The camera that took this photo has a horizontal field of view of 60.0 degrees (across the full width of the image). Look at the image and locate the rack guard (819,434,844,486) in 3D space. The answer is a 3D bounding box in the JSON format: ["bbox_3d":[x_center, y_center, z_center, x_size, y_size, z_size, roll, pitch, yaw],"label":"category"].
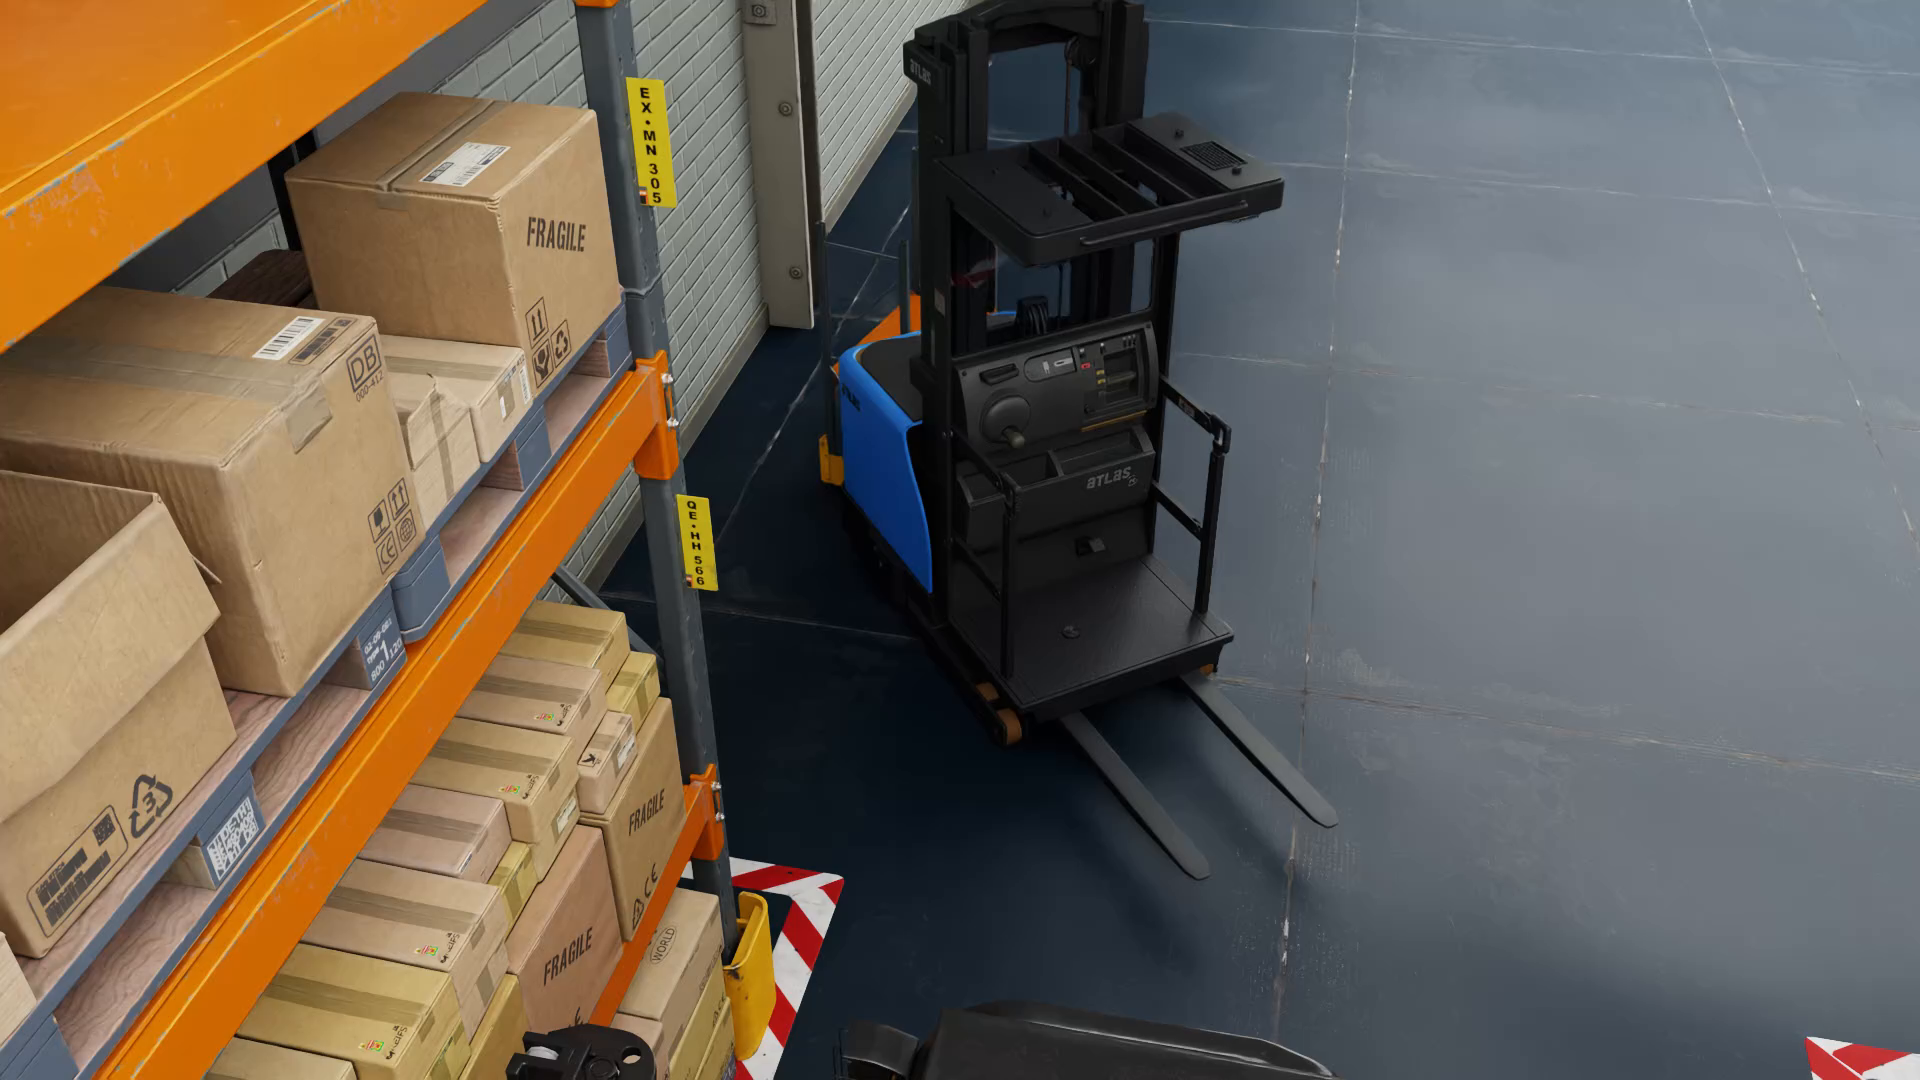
[{"bbox_3d":[-0.474,-0.370,8.818,0.587,0.250,0.087,16,39,21],"label":"rack guard"}]

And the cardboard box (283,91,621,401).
[{"bbox_3d":[-1.138,-0.682,3.821,0.500,0.500,0.500,8,37,11],"label":"cardboard box"}]

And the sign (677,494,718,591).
[{"bbox_3d":[-0.754,0.010,4.761,0.100,0.325,0.005,7,37,10],"label":"sign"}]

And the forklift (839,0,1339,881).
[{"bbox_3d":[0.520,-0.587,6.832,1.130,2.935,3.031,-17,39,-22],"label":"forklift"}]

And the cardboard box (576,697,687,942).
[{"bbox_3d":[-1.130,0.774,4.812,0.500,0.500,0.500,7,36,9],"label":"cardboard box"}]

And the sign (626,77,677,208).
[{"bbox_3d":[-0.754,-0.966,4.054,0.100,0.325,0.005,7,37,10],"label":"sign"}]

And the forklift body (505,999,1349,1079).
[{"bbox_3d":[0.096,2.158,3.709,2.313,2.155,1.214,7,37,10],"label":"forklift body"}]

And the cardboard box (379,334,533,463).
[{"bbox_3d":[-1.162,-0.311,3.609,0.380,0.149,0.250,6,36,9],"label":"cardboard box"}]

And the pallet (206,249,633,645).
[{"bbox_3d":[-1.458,-0.278,3.866,1.003,0.211,1.213,7,37,10],"label":"pallet"}]

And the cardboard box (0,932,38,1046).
[{"bbox_3d":[-1.522,0.609,2.240,0.396,0.266,0.258,6,36,9],"label":"cardboard box"}]

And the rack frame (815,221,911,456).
[{"bbox_3d":[-0.475,-0.876,8.450,0.500,1.500,0.032,16,39,21],"label":"rack frame"}]

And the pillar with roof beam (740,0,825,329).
[{"bbox_3d":[3.177,-4.544,7.122,9.100,9.000,0.400,7,37,10],"label":"pillar with roof beam"}]

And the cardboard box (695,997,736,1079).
[{"bbox_3d":[-1.073,1.751,5.533,0.500,0.250,0.500,8,37,10],"label":"cardboard box"}]

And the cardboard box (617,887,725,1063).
[{"bbox_3d":[-1.075,1.341,5.248,0.500,0.250,0.500,8,37,12],"label":"cardboard box"}]

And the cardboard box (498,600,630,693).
[{"bbox_3d":[-1.152,0.307,4.649,0.380,0.149,0.250,7,37,10],"label":"cardboard box"}]

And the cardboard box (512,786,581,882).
[{"bbox_3d":[-1.223,0.721,4.331,0.380,0.149,0.250,8,37,11],"label":"cardboard box"}]

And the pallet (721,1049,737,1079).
[{"bbox_3d":[-1.404,2.072,5.482,1.003,0.211,1.213,7,37,10],"label":"pallet"}]

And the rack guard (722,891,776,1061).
[{"bbox_3d":[-1.276,1.497,6.028,1.175,0.500,0.348,7,37,10],"label":"rack guard"}]

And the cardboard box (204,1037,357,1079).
[{"bbox_3d":[-1.474,1.187,3.434,0.380,0.149,0.250,8,37,11],"label":"cardboard box"}]

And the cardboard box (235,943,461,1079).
[{"bbox_3d":[-1.327,1.051,3.622,0.380,0.149,0.250,8,37,11],"label":"cardboard box"}]

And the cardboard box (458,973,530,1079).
[{"bbox_3d":[-1.359,1.364,3.997,0.500,0.500,0.500,7,36,9],"label":"cardboard box"}]

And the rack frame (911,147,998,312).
[{"bbox_3d":[-0.029,-1.412,9.190,0.500,1.500,0.032,16,39,21],"label":"rack frame"}]

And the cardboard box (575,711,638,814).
[{"bbox_3d":[-1.107,0.580,4.526,0.380,0.149,0.250,8,37,11],"label":"cardboard box"}]

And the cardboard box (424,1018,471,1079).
[{"bbox_3d":[-1.332,1.168,3.714,0.380,0.149,0.250,8,37,10],"label":"cardboard box"}]

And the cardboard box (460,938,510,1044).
[{"bbox_3d":[-1.298,1.021,3.918,0.380,0.149,0.250,6,36,8],"label":"cardboard box"}]

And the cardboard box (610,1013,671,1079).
[{"bbox_3d":[-1.178,1.634,4.843,0.500,0.250,0.500,8,37,11],"label":"cardboard box"}]

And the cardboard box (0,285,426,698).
[{"bbox_3d":[-1.454,-0.108,3.028,0.700,0.500,0.500,8,37,10],"label":"cardboard box"}]

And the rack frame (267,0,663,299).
[{"bbox_3d":[-1.281,-1.930,3.515,1.000,3.000,0.127,7,37,10],"label":"rack frame"}]

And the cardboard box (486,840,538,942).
[{"bbox_3d":[-1.287,0.862,4.137,0.380,0.149,0.250,7,37,10],"label":"cardboard box"}]

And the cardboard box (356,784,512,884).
[{"bbox_3d":[-1.330,0.739,4.053,0.380,0.149,0.250,8,37,10],"label":"cardboard box"}]

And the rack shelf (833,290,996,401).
[{"bbox_3d":[-0.252,-0.998,8.926,0.538,0.185,1.000,16,39,21],"label":"rack shelf"}]

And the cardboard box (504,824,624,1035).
[{"bbox_3d":[-1.250,1.070,4.403,0.500,0.500,0.500,8,37,11],"label":"cardboard box"}]

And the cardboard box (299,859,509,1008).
[{"bbox_3d":[-1.277,0.903,3.827,0.380,0.149,0.250,8,37,11],"label":"cardboard box"}]

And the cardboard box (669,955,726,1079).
[{"bbox_3d":[-1.080,1.558,5.374,0.500,0.250,0.500,7,36,9],"label":"cardboard box"}]

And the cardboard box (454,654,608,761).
[{"bbox_3d":[-1.174,0.452,4.448,0.380,0.149,0.250,7,37,10],"label":"cardboard box"}]

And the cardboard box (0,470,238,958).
[{"bbox_3d":[-1.617,0.222,2.571,0.797,0.503,0.637,8,37,11],"label":"cardboard box"}]

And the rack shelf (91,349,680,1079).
[{"bbox_3d":[-1.709,0.722,3.024,1.077,0.370,4.000,7,37,10],"label":"rack shelf"}]

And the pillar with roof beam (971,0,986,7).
[{"bbox_3d":[4.458,-7.984,11.868,9.100,9.000,0.400,7,37,10],"label":"pillar with roof beam"}]

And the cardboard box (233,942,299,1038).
[{"bbox_3d":[-1.851,1.298,4.088,0.500,0.500,0.500,7,37,10],"label":"cardboard box"}]

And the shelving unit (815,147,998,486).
[{"bbox_3d":[-0.256,-1.139,8.814,0.587,1.500,1.083,16,39,21],"label":"shelving unit"}]

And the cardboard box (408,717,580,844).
[{"bbox_3d":[-1.204,0.606,4.237,0.380,0.149,0.250,8,37,11],"label":"cardboard box"}]

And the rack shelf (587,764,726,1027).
[{"bbox_3d":[-1.709,1.937,3.905,1.077,0.370,4.000,7,37,10],"label":"rack shelf"}]

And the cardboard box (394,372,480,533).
[{"bbox_3d":[-1.216,-0.213,3.374,0.396,0.266,0.258,7,37,10],"label":"cardboard box"}]

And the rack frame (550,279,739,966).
[{"bbox_3d":[-1.281,0.499,5.276,1.000,3.000,0.127,7,37,10],"label":"rack frame"}]

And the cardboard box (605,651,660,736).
[{"bbox_3d":[-1.082,0.430,4.733,0.380,0.149,0.250,8,37,11],"label":"cardboard box"}]

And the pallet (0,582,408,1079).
[{"bbox_3d":[-1.716,0.424,2.899,1.003,0.211,1.213,7,37,10],"label":"pallet"}]
